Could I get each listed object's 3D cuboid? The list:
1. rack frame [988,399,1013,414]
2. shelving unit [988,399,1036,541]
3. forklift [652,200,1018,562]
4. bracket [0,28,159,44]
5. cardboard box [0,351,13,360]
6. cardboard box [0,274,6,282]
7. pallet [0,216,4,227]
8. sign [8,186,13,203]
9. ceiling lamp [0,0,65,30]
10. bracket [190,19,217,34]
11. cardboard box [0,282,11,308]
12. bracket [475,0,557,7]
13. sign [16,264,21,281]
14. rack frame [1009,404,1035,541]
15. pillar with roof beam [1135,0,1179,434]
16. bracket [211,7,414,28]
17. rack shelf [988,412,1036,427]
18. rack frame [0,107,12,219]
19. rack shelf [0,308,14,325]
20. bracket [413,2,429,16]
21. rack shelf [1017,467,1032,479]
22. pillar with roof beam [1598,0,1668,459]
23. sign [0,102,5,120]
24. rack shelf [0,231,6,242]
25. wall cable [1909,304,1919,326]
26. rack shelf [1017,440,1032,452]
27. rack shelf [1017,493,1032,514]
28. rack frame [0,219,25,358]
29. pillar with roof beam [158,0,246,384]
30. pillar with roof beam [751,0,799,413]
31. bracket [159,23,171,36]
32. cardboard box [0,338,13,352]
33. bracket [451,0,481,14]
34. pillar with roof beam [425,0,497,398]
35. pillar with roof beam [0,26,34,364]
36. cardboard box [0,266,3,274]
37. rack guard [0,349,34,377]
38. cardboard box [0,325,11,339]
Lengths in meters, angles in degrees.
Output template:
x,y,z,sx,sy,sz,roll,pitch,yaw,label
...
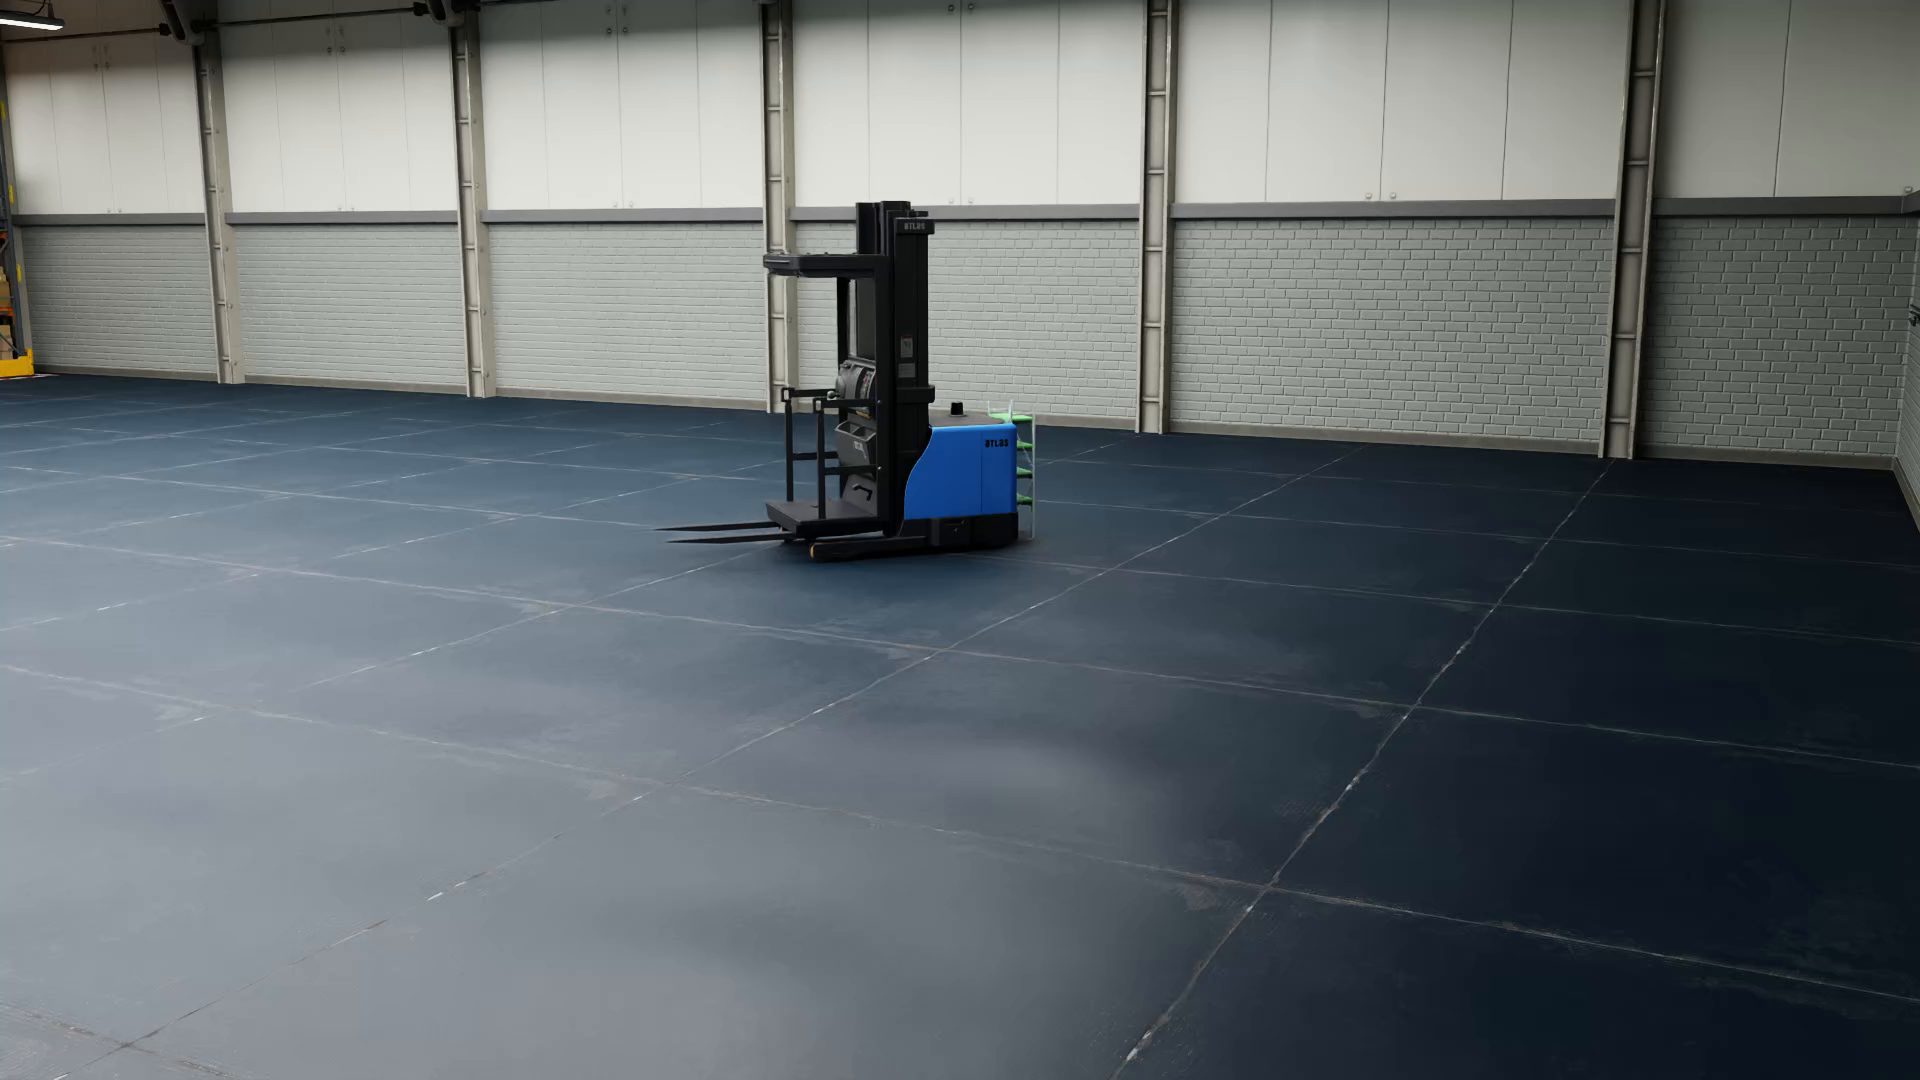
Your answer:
x,y,z,sx,sy,sz,roll,pitch,yaw,label
0.366,-0.670,15.061,0.240,1.200,0.015,-4,11,-21,rack frame
0.455,-0.629,14.838,0.258,1.200,0.503,-4,11,-21,shelving unit
-1.068,-1.364,14.035,3.031,2.935,1.130,-4,11,-21,forklift
-16.323,-9.288,30.674,4.783,0.066,0.076,5,11,26,bracket
-18.992,-3.583,32.648,0.500,0.250,0.500,5,11,26,cardboard box
-18.828,-5.096,32.364,0.250,0.149,0.380,5,11,24,cardboard box
-19.261,-6.152,32.125,1.213,0.211,1.003,5,11,26,pallet
-18.387,-6.693,32.189,0.005,0.325,0.100,5,11,26,sign
-14.261,-9.335,24.652,0.800,3.185,2.000,5,11,26,ceiling lamp
-13.268,-9.020,29.191,0.430,0.232,0.235,5,11,26,bracket
-18.960,-4.792,32.506,0.500,0.500,0.500,5,12,28,cardboard box
-5.562,-8.342,25.449,4.783,0.066,0.076,5,11,26,bracket
-18.387,-5.213,32.457,0.005,0.325,0.100,5,11,26,sign
0.545,-0.589,14.615,0.240,1.200,0.015,-4,11,-21,rack frame
0.754,-5.232,18.369,0.400,9.000,9.100,5,11,26,pillar with roof beam
-10.942,-8.815,28.062,4.783,0.066,0.076,5,11,26,bracket
0.456,-1.039,14.764,0.258,0.148,0.480,-4,11,-21,rack shelf
-18.638,-7.612,31.519,0.127,3.000,1.000,5,11,26,rack frame
-20.432,-4.463,32.989,4.000,0.370,1.077,5,11,26,rack shelf
-8.632,-8.612,26.940,0.430,0.232,0.235,5,11,26,bracket
0.455,-0.566,14.850,0.258,0.148,0.480,-4,11,-21,rack shelf
6.135,-4.759,15.757,0.400,9.000,9.100,5,11,26,pillar with roof beam
-18.387,-8.237,31.909,0.005,0.325,0.100,5,11,26,sign
-20.432,-5.939,32.721,4.000,0.370,1.077,5,11,26,rack shelf
10.096,-3.475,17.383,0.112,2.526,3.097,5,11,26,wall cable
0.456,-0.803,14.807,0.258,0.148,0.480,-4,11,-21,rack shelf
0.455,-0.330,14.892,0.258,0.148,0.480,-4,11,-21,rack shelf
-18.638,-4.660,32.054,0.127,3.000,1.000,5,11,26,rack frame
-15.388,-6.650,26.207,0.548,9.000,9.100,5,11,26,pillar with roof beam
-4.627,-5.705,20.982,0.548,9.000,9.100,5,11,26,pillar with roof beam
-14.013,-9.085,29.552,0.430,0.232,0.235,5,11,26,bracket
-18.968,-3.829,32.605,0.500,0.250,0.500,5,12,27,cardboard box
-7.887,-8.547,26.579,0.430,0.232,0.235,5,11,26,bracket
-10.007,-6.177,23.594,0.548,9.000,9.100,5,11,26,pillar with roof beam
-20.769,-7.123,28.819,0.400,9.000,9.100,5,11,26,pillar with roof beam
-18.845,-5.235,32.295,0.250,0.149,0.380,5,11,25,cardboard box
-18.617,-3.428,32.266,0.348,0.500,1.175,5,11,26,rack guard
-18.986,-4.073,32.548,0.500,0.250,0.500,5,11,25,cardboard box
